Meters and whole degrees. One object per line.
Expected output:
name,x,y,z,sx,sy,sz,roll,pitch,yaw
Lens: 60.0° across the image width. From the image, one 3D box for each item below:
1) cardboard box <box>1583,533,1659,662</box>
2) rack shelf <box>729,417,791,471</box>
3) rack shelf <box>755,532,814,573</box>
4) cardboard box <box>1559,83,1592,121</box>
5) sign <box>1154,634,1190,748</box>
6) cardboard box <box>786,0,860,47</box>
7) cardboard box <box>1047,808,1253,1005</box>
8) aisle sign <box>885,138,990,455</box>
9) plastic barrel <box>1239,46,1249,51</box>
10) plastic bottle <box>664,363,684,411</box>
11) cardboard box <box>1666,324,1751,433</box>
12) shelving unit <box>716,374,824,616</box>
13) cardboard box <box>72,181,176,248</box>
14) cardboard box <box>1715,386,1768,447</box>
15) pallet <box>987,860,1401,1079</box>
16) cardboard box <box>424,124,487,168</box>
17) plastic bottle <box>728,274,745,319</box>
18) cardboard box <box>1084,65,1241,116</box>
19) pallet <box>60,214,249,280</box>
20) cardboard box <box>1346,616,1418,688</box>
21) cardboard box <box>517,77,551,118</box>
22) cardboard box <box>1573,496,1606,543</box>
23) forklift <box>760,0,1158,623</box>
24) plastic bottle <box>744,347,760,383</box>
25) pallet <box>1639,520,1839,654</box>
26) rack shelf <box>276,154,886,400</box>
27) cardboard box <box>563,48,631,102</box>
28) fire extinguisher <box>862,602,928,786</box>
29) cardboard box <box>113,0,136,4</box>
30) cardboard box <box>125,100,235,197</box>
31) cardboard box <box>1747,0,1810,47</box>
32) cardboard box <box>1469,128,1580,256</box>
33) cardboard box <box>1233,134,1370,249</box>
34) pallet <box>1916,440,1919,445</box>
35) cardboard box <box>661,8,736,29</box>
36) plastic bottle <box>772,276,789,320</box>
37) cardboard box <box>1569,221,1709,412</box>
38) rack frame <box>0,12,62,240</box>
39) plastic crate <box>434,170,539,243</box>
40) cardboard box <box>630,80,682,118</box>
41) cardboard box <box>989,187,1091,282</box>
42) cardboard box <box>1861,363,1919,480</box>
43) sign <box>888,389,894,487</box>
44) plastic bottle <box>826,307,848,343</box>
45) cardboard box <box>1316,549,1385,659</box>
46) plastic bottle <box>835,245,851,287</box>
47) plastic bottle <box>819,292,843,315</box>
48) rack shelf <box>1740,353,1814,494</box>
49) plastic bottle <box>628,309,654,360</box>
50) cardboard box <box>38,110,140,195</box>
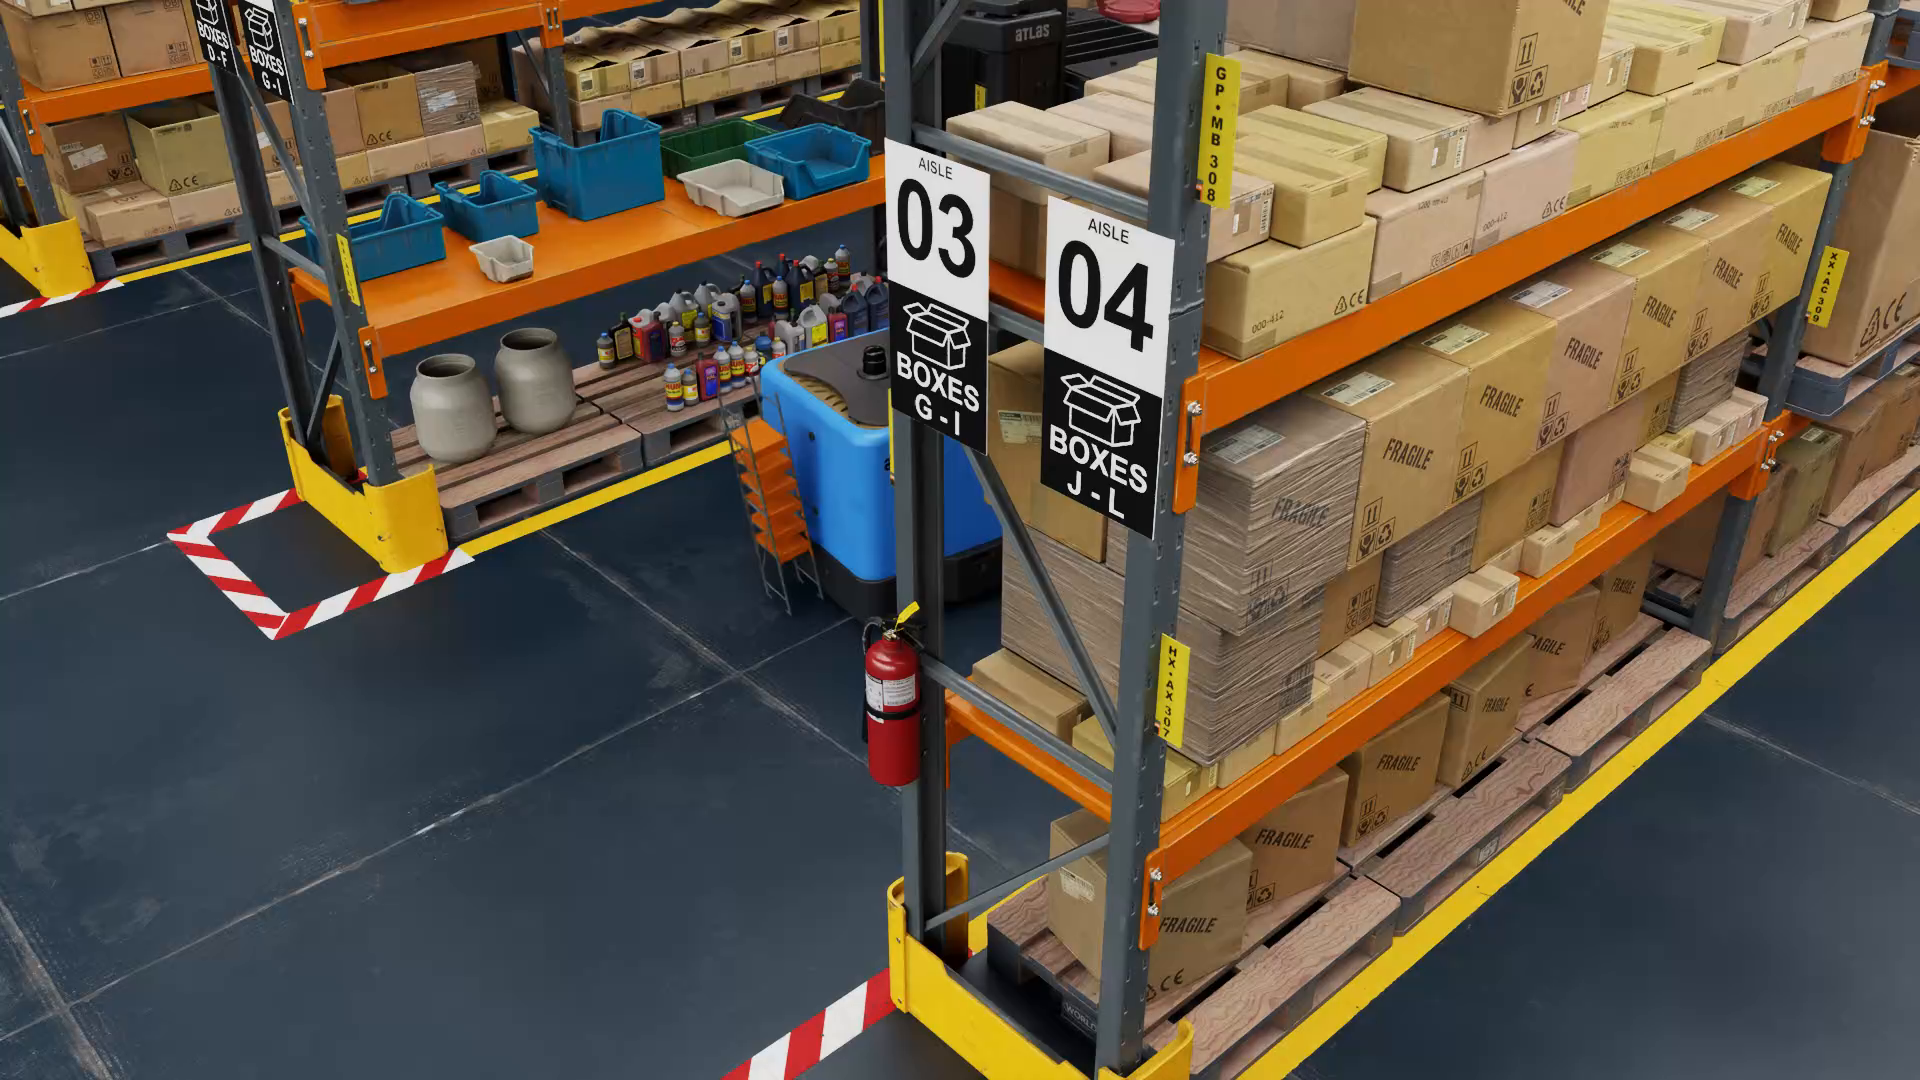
cardboard box,2.800,0.156,7.613,0.500,0.500,0.500,-27,41,-37
rack shelf,-0.934,-0.449,7.721,0.180,0.103,0.258,-28,40,-24
rack shelf,-0.859,0.029,8.076,0.180,0.103,0.258,-28,40,-24
cardboard box,1.675,-1.389,5.032,0.250,0.149,0.380,-26,40,-36
sign,0.557,0.399,4.392,0.005,0.325,0.100,-26,40,-35
cardboard box,-1.272,-4.846,15.495,0.500,0.311,0.500,-27,40,-36
cardboard box,0.657,1.233,5.851,0.500,0.500,0.500,-18,36,-27
aisle sign,-0.062,-0.641,4.431,0.004,0.787,0.394,-26,40,-35
plastic barrel,2.077,-3.772,11.937,0.421,0.512,0.421,0,31,0
plastic bottle,-1.639,-0.881,9.509,0.097,0.271,0.097,0,31,0
cardboard box,2.749,-0.891,6.951,0.500,0.500,0.875,-26,40,-35
shelving unit,-0.895,-0.197,7.908,0.189,1.200,0.258,-28,40,-24
cardboard box,-6.001,-2.341,11.936,0.500,0.250,0.500,-26,40,-35
cardboard box,3.163,-0.562,7.034,0.250,0.149,0.380,-26,40,-35
pallet,0.863,1.449,6.178,1.213,0.211,1.003,-26,40,-35
cardboard box,-4.177,-3.233,13.395,0.500,0.250,0.500,-26,40,-35
plastic bottle,-1.409,-1.544,10.582,0.133,0.283,0.061,-24,39,-33
cardboard box,0.576,-1.229,4.771,0.380,0.149,0.250,27,41,37
pallet,-6.013,-2.327,12.354,1.213,0.211,1.003,-26,40,-35
cardboard box,1.306,0.312,5.606,0.250,0.149,0.380,-26,40,-35
cardboard box,-3.505,-3.913,14.506,0.500,0.250,0.500,-26,40,-36
cardboard box,2.213,-0.137,6.340,0.250,0.149,0.380,-26,40,-35
forklift,0.514,-1.434,8.286,3.031,2.935,1.130,-20,37,-29
plastic bottle,-1.241,-1.044,9.842,0.097,0.201,0.097,0,31,0
pallet,3.691,0.055,8.457,1.213,0.211,1.003,-26,40,-35
rack shelf,-1.713,-1.736,9.403,4.000,0.370,1.077,-26,40,-35
cardboard box,-3.140,-3.945,14.022,0.500,0.311,0.500,-26,40,-35
fire extinguisher,-0.210,0.458,5.199,0.183,0.674,0.296,-26,40,-35
cardboard box,-5.735,-3.789,11.353,0.250,0.149,0.380,-26,40,-35
cardboard box,-5.635,-2.839,12.032,0.500,0.500,0.500,-26,40,-35
cardboard box,2.696,-1.836,5.763,0.380,0.149,0.250,27,40,37
cardboard box,1.457,-1.086,4.919,0.500,0.250,0.500,-26,40,-36
cardboard box,0.803,-0.889,4.215,0.250,0.149,0.380,-25,39,-34
pallet,5.480,-0.810,9.873,1.213,0.211,1.003,-26,40,-35
cardboard box,-2.394,-4.687,15.236,0.500,0.311,0.500,-26,40,-36
plastic bottle,-1.145,-1.551,10.605,0.097,0.271,0.097,0,31,0
cardboard box,2.245,-0.834,5.899,0.500,0.500,0.500,-26,40,-35
rack frame,-6.545,-3.230,11.157,0.127,3.000,1.000,-26,40,-35
plastic crate,-2.536,-1.790,8.945,0.408,0.251,0.499,-26,40,-35
cardboard box,-2.772,-3.884,14.459,0.500,0.250,0.500,-25,39,-34
cardboard box,0.369,-0.923,4.652,0.500,0.250,0.500,-25,39,-34
cardboard box,4.767,-0.747,9.071,0.500,0.500,0.700,-22,38,-32
sign,-0.175,-0.287,4.931,0.005,0.325,0.100,-26,40,-35
plastic bottle,-0.755,-1.301,10.184,0.133,0.283,0.061,-23,38,-32
cardboard box,0.895,-0.016,5.520,0.500,0.500,0.875,-26,40,-35
plastic bottle,-0.778,-1.831,11.062,0.097,0.271,0.097,0,31,0
plastic bottle,-0.783,-1.419,10.385,0.135,0.276,0.152,-26,40,-35
rack shelf,4.587,-1.260,8.625,4.000,0.370,1.077,-26,40,-35
plastic bottle,-1.928,-1.257,10.120,0.135,0.276,0.152,-25,40,-35
cardboard box,-6.354,-2.860,12.066,0.500,0.500,0.500,-26,40,-35
